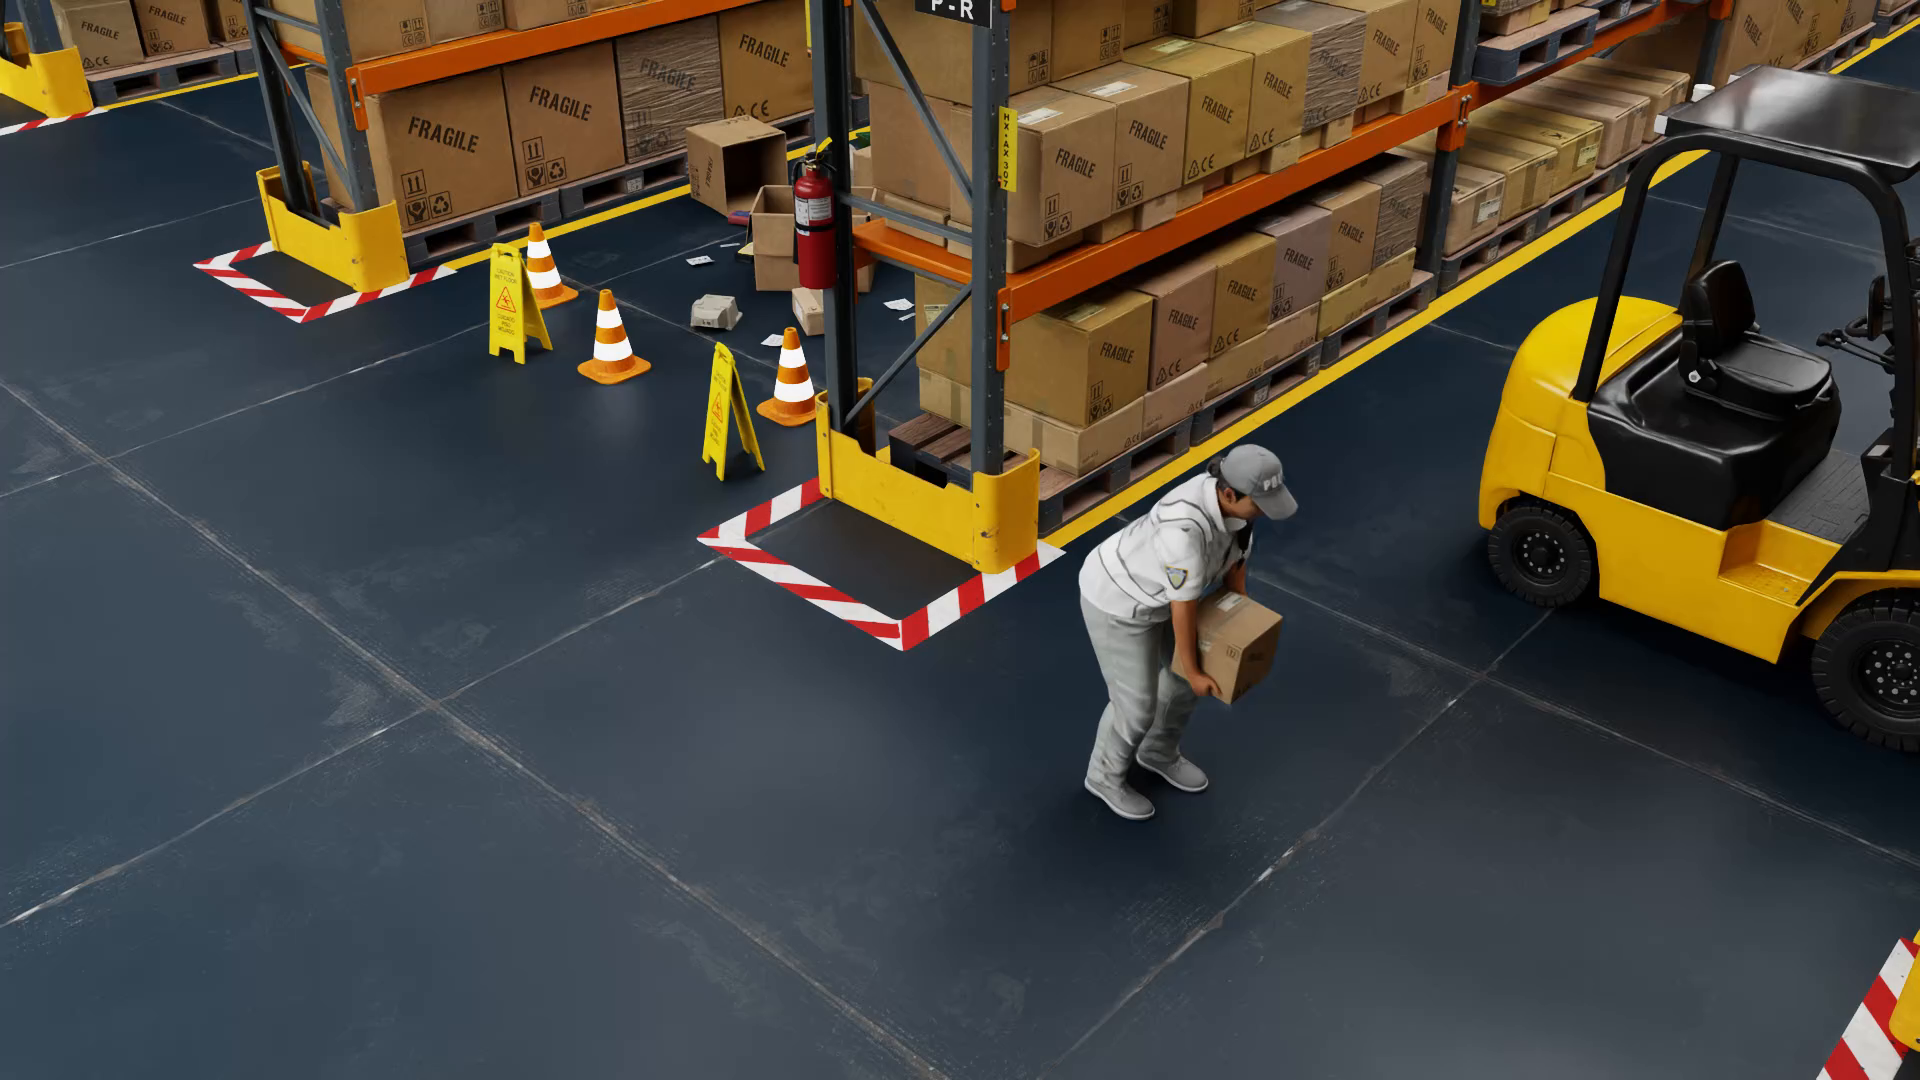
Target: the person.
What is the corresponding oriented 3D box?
[{"bbox_3d":[0.768,0.299,5.776,0.730,1.536,0.455,24,39,34],"label":"person"}]
